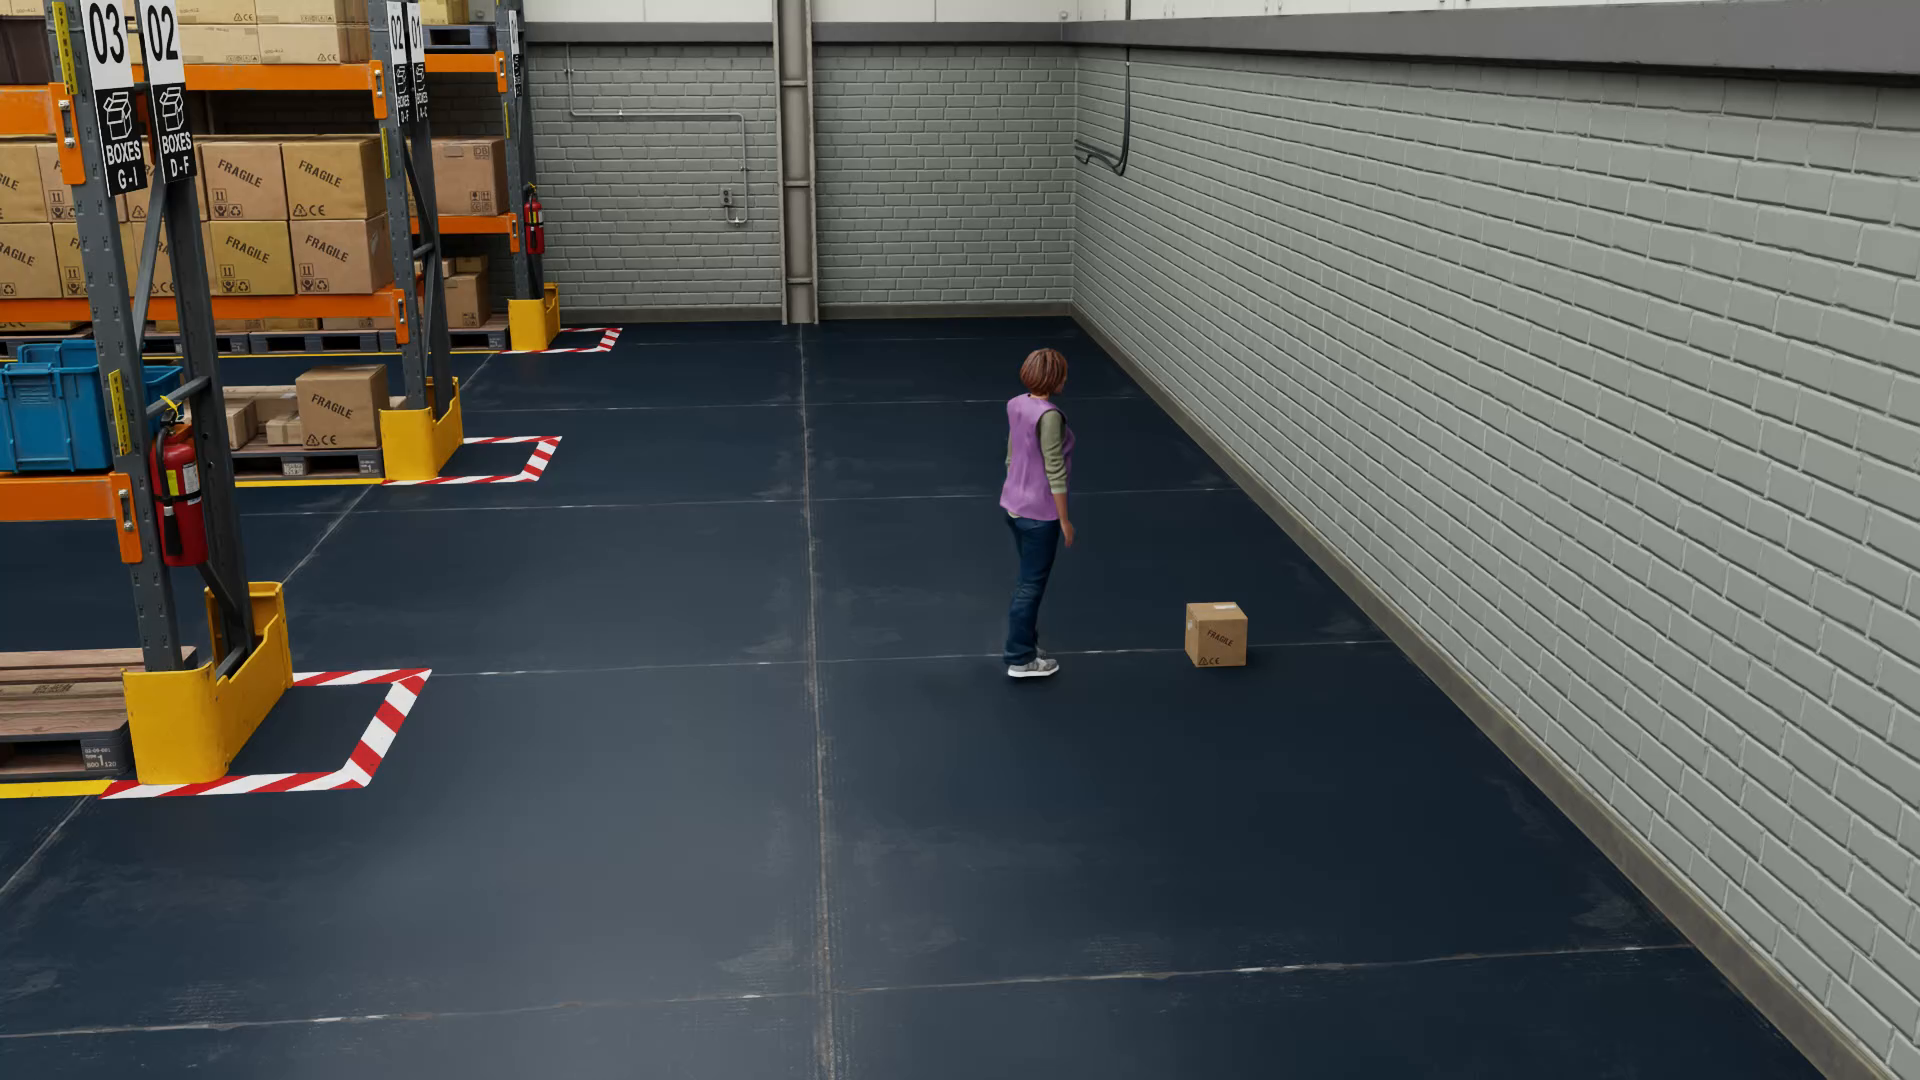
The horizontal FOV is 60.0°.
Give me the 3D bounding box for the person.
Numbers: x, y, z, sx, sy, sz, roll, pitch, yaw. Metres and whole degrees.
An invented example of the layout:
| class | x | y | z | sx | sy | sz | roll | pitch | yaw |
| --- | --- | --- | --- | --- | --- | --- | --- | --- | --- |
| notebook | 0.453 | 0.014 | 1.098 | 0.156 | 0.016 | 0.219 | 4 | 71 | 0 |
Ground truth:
| class | x | y | z | sx | sy | sz | roll | pitch | yaw |
| --- | --- | --- | --- | --- | --- | --- | --- | --- | --- |
| person | 0.350 | -0.103 | 7.936 | 0.365 | 1.627 | 0.477 | -8 | 19 | -23 |
